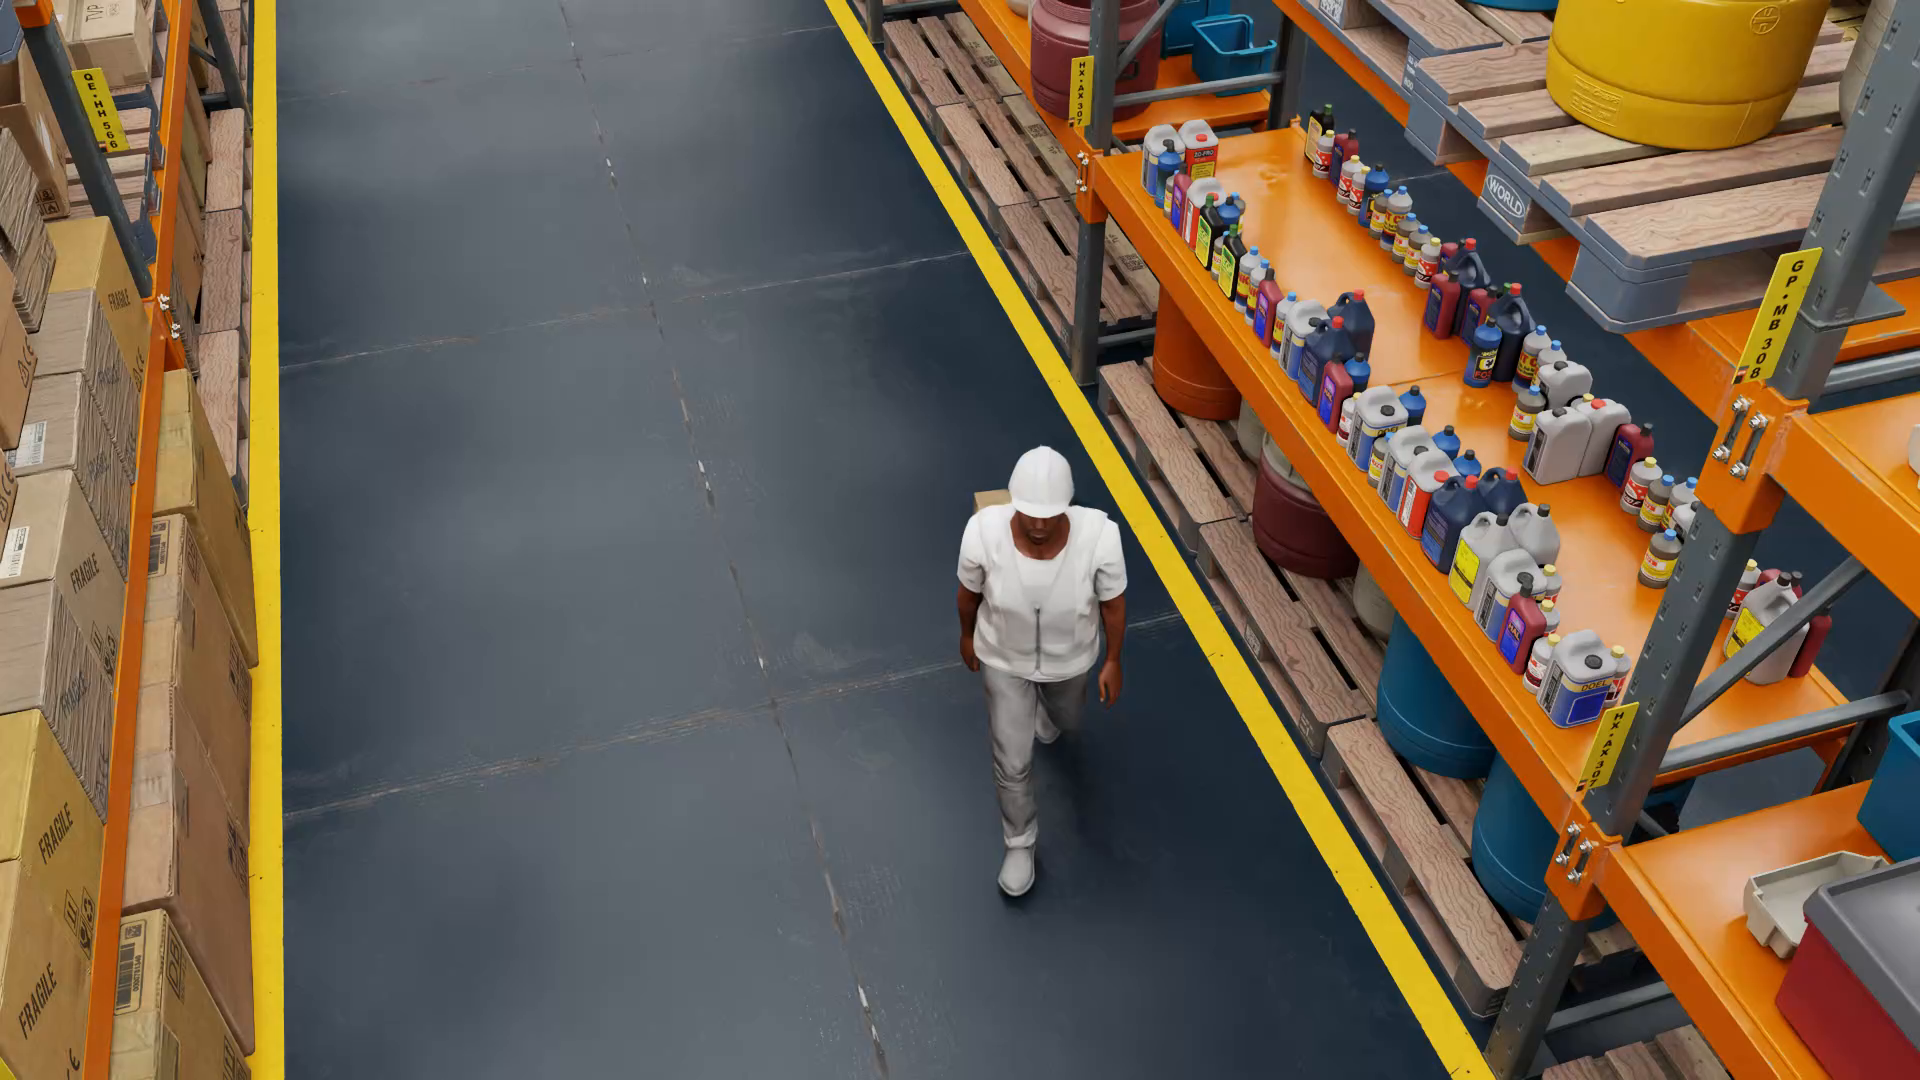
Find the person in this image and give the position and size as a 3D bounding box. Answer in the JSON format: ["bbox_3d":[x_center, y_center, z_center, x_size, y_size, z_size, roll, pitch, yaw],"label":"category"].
[{"bbox_3d":[0.276,0.348,5.760,0.573,1.734,0.983,-1,42,-1],"label":"person"}]
